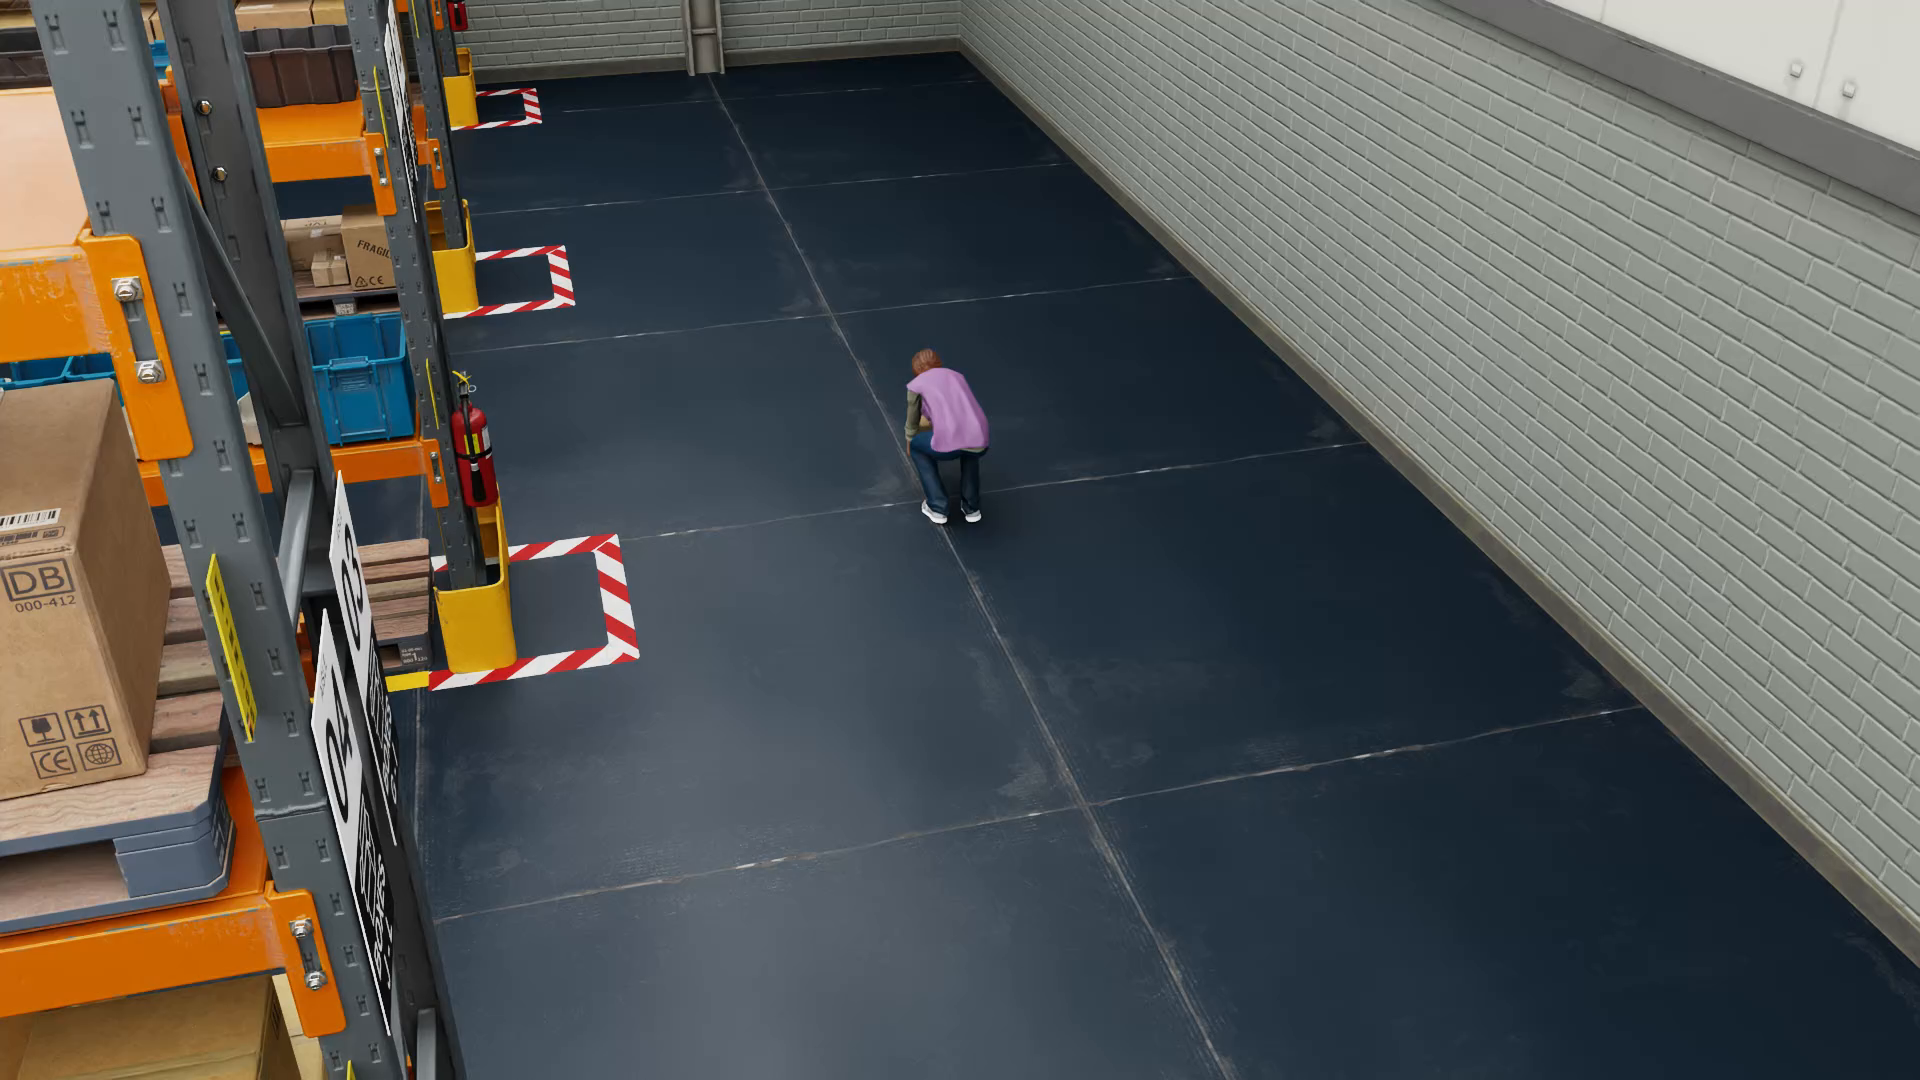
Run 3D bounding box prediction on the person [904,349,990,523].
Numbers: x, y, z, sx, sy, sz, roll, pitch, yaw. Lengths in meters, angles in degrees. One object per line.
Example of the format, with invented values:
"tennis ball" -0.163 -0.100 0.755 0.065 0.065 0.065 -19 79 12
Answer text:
"person" -0.085 -0.590 9.923 0.424 0.895 0.850 -9 32 -15
